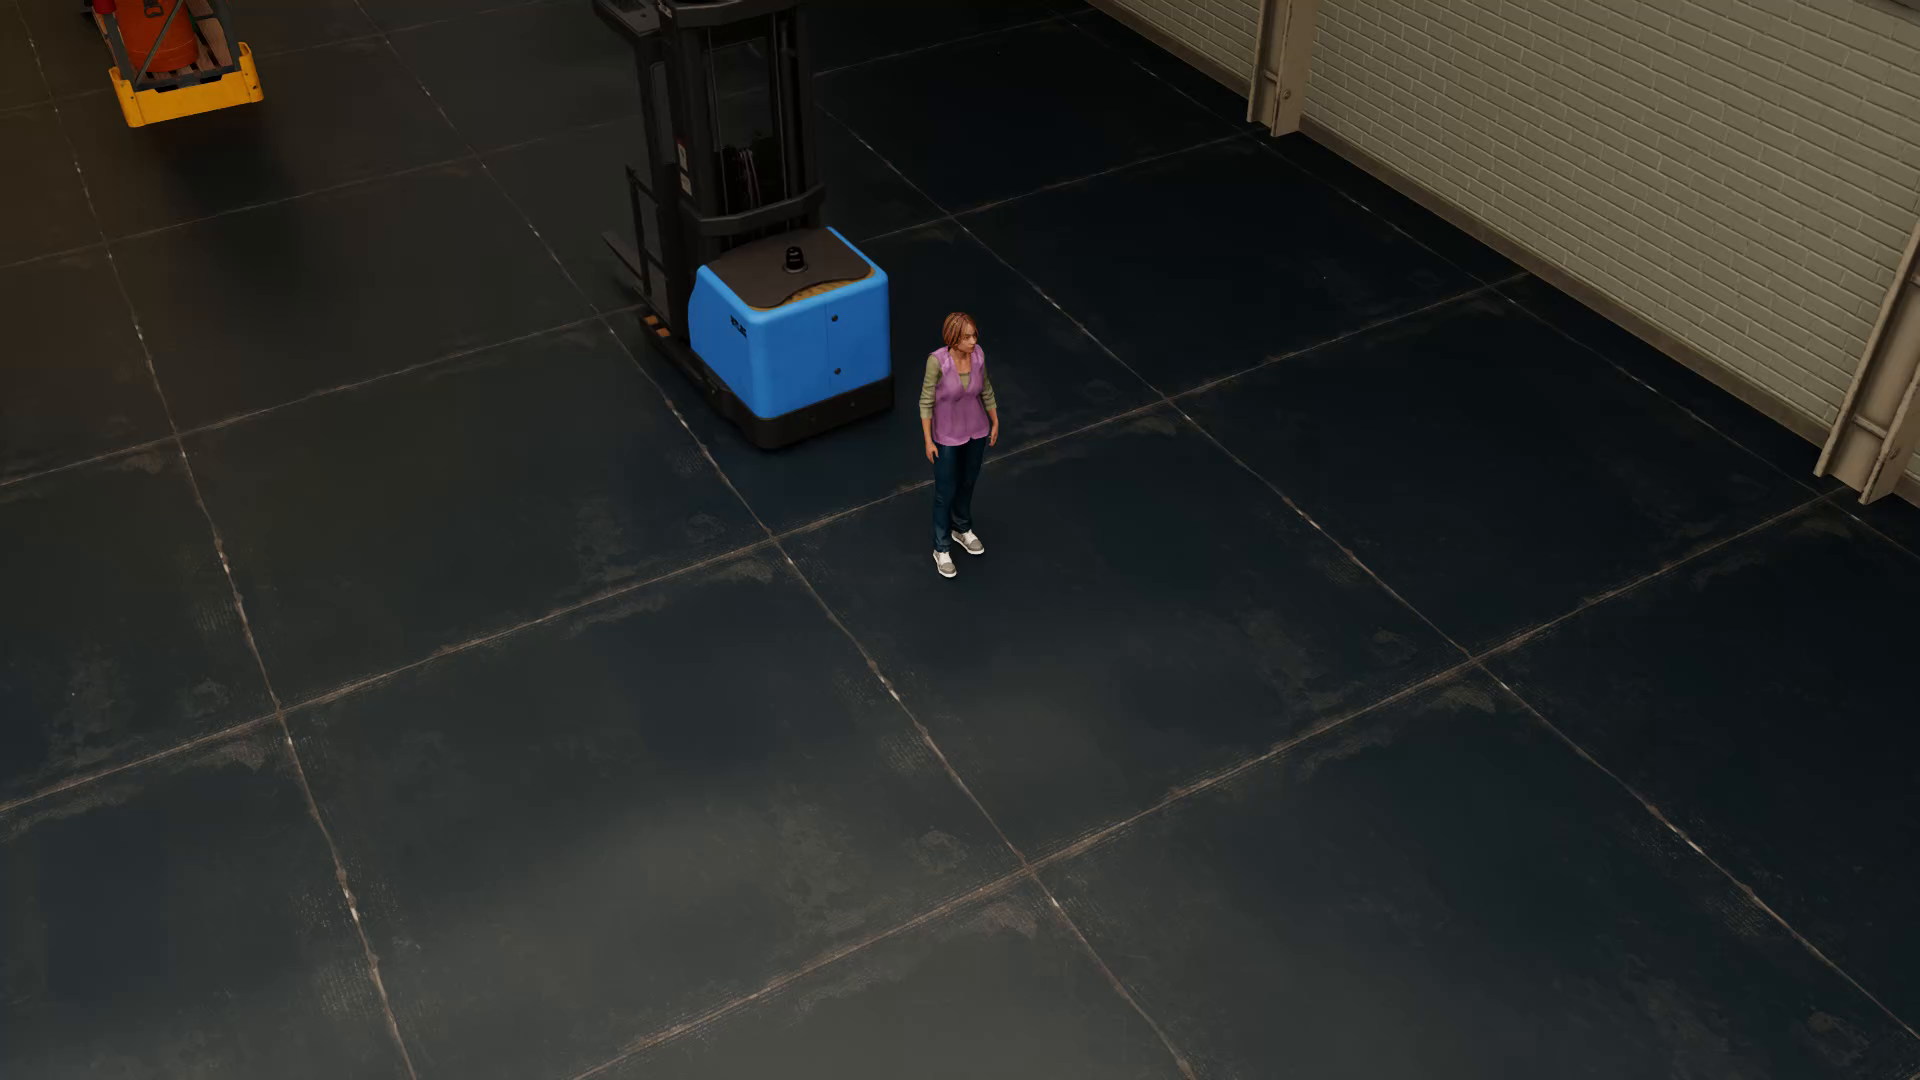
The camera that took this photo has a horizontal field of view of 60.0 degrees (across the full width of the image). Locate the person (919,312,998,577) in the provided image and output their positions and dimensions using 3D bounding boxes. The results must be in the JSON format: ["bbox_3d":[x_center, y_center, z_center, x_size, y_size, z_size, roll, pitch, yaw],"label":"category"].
[{"bbox_3d":[0.025,-0.575,9.762,0.520,1.599,0.473,-20,44,-23],"label":"person"}]

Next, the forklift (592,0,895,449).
[{"bbox_3d":[-1.669,-2.636,11.214,1.130,2.935,3.031,-22,45,-25],"label":"forklift"}]
